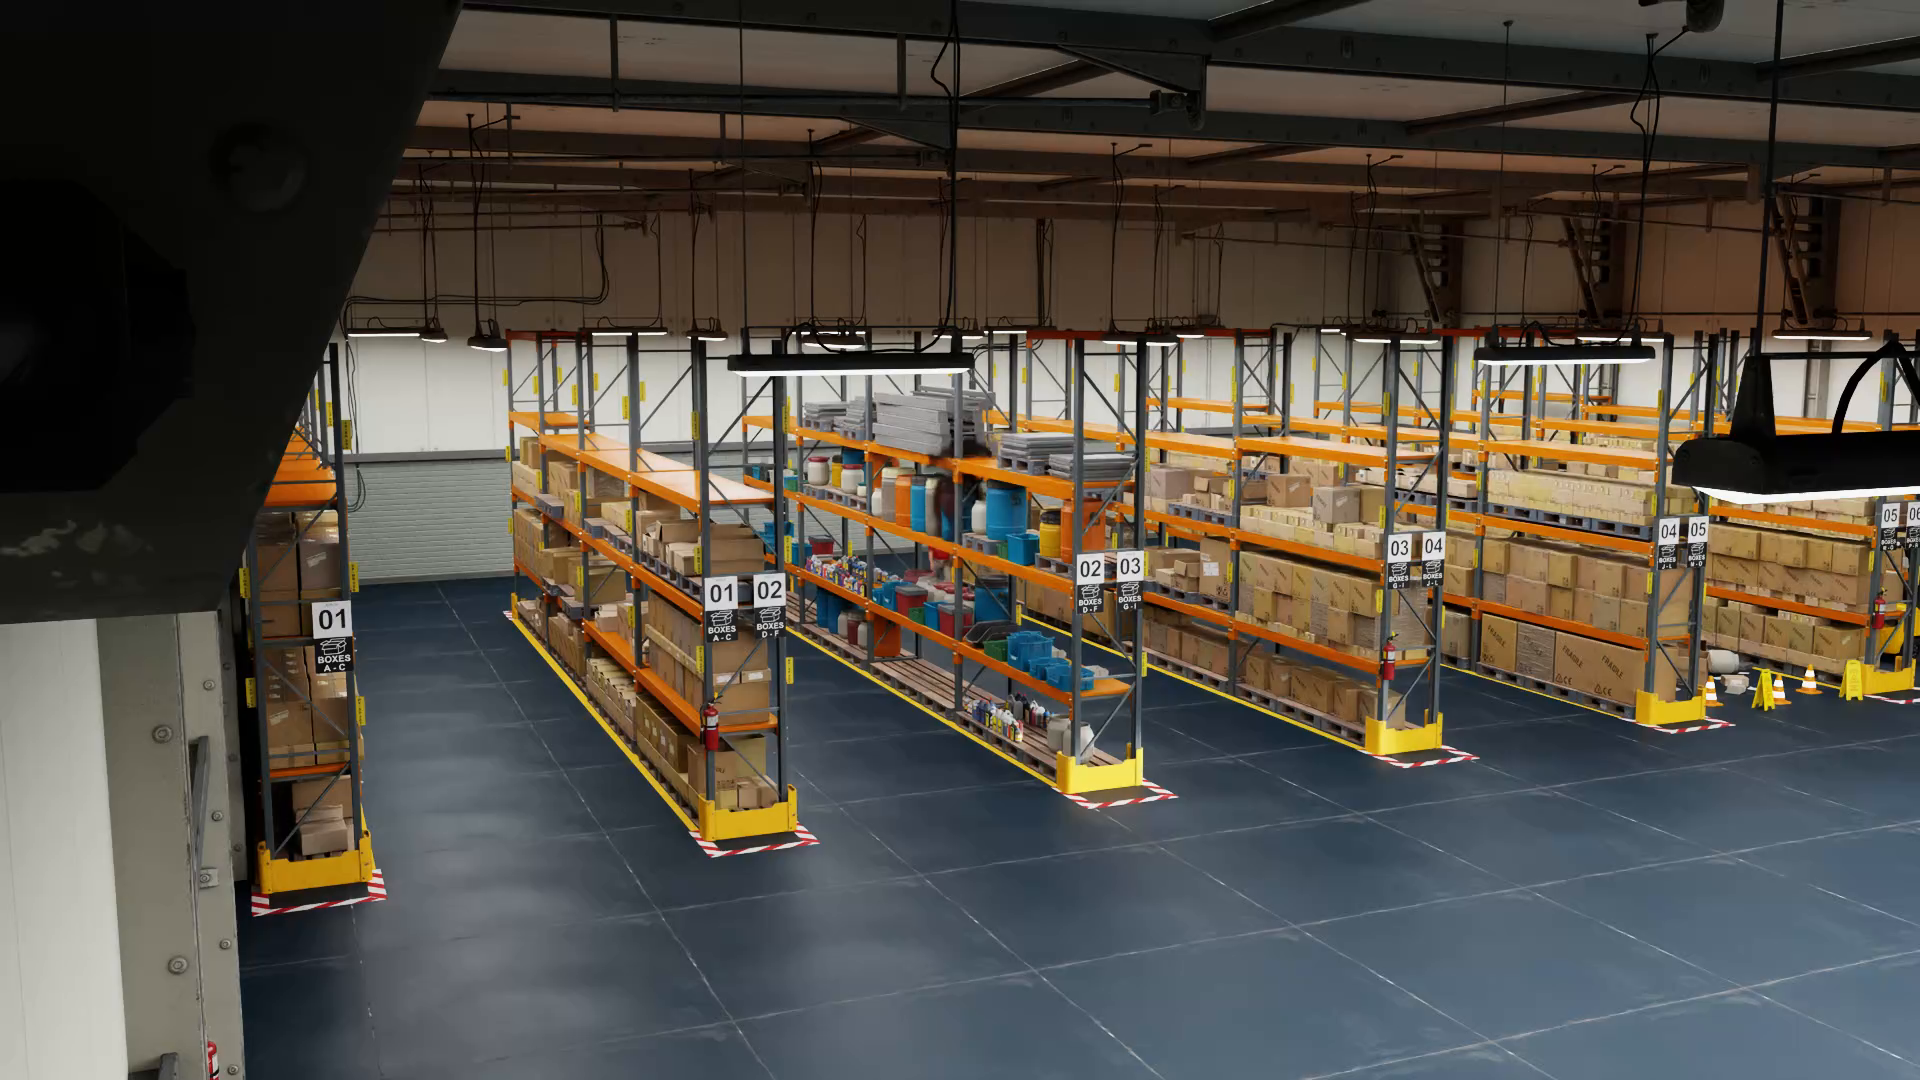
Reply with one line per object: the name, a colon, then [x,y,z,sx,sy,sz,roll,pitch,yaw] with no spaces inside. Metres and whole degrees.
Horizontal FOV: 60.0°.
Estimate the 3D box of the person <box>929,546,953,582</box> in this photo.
person: [-0.399,0.540,36.374,0.599,1.683,0.960,-3,8,-19]
